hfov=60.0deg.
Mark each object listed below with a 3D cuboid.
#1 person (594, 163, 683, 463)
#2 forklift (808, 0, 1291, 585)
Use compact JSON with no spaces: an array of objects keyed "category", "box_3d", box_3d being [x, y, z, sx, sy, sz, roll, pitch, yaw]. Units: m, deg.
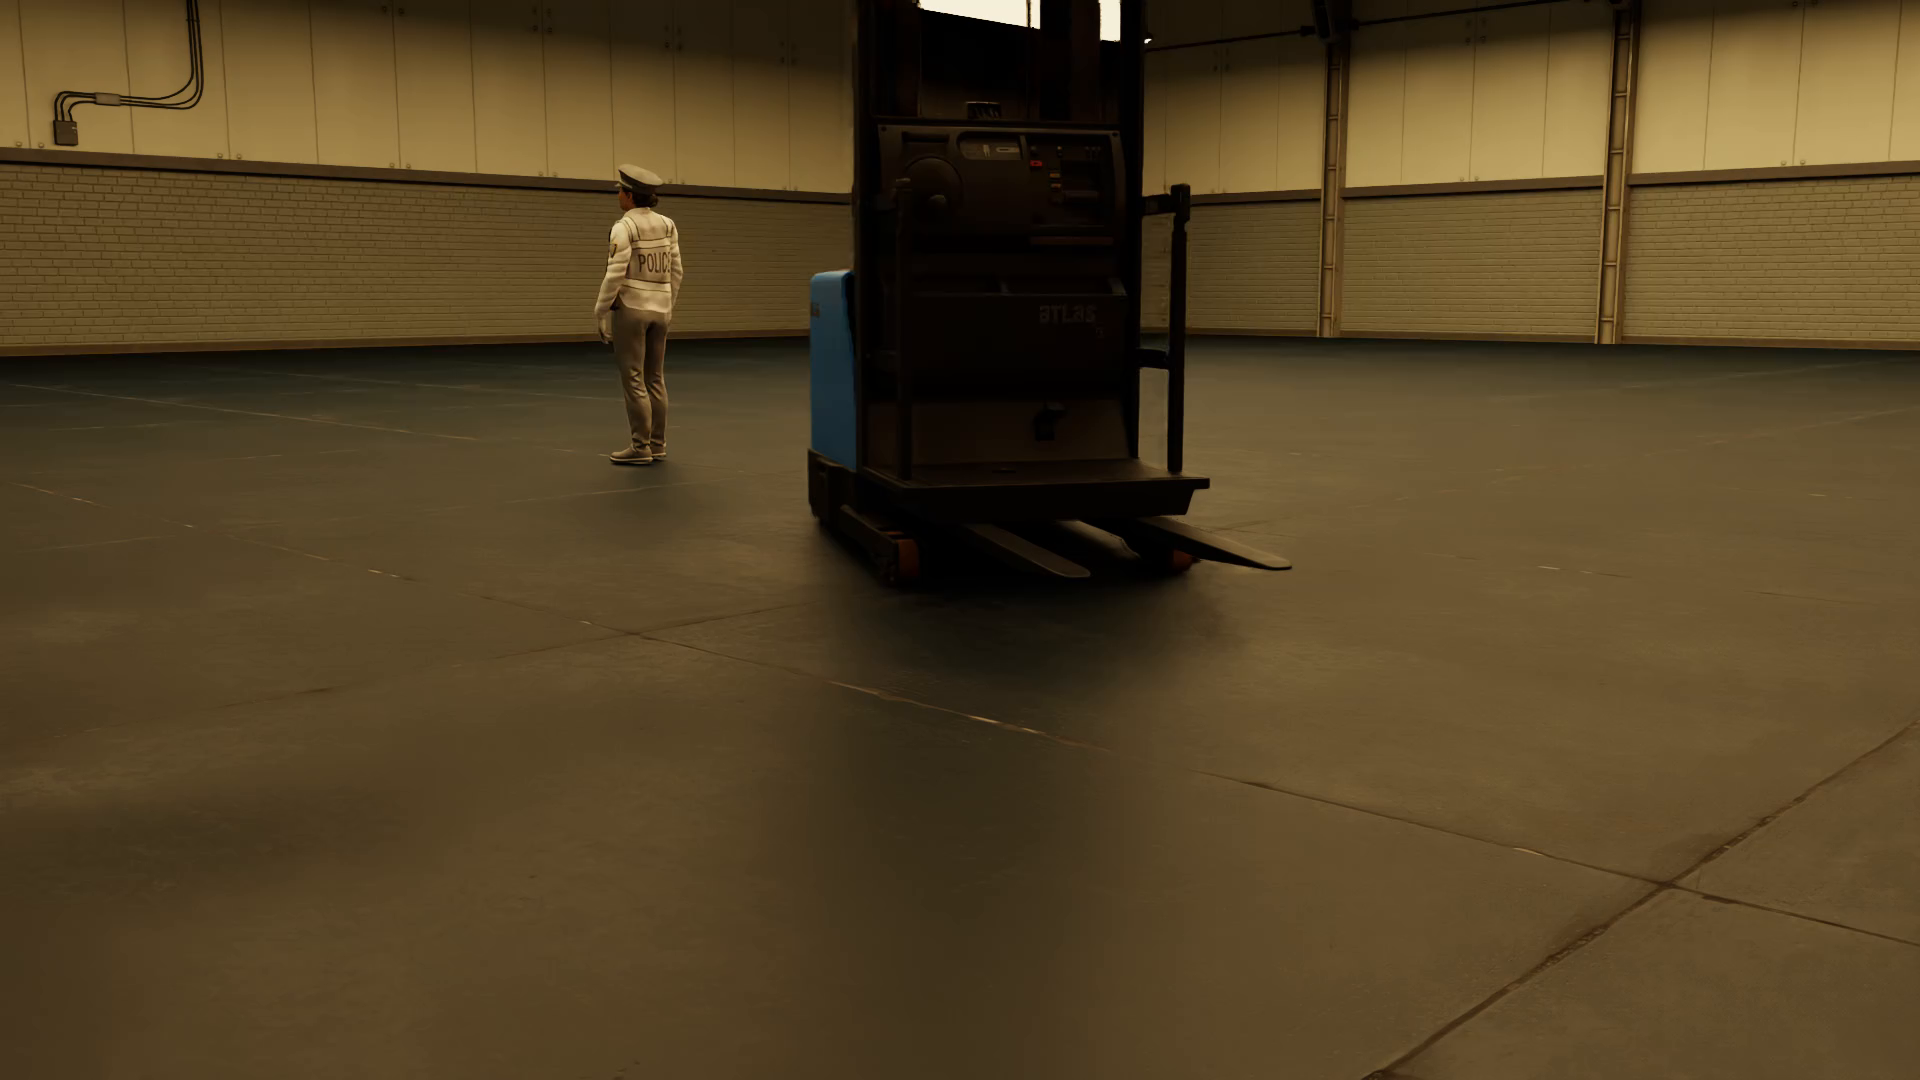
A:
[{"category":"person","box_3d":[-1.883,-1.288,9.531,0.530,1.694,0.588,6,11,36]},{"category":"forklift","box_3d":[0.216,-1.356,5.878,1.130,2.935,3.031,-2,9,-15]}]
